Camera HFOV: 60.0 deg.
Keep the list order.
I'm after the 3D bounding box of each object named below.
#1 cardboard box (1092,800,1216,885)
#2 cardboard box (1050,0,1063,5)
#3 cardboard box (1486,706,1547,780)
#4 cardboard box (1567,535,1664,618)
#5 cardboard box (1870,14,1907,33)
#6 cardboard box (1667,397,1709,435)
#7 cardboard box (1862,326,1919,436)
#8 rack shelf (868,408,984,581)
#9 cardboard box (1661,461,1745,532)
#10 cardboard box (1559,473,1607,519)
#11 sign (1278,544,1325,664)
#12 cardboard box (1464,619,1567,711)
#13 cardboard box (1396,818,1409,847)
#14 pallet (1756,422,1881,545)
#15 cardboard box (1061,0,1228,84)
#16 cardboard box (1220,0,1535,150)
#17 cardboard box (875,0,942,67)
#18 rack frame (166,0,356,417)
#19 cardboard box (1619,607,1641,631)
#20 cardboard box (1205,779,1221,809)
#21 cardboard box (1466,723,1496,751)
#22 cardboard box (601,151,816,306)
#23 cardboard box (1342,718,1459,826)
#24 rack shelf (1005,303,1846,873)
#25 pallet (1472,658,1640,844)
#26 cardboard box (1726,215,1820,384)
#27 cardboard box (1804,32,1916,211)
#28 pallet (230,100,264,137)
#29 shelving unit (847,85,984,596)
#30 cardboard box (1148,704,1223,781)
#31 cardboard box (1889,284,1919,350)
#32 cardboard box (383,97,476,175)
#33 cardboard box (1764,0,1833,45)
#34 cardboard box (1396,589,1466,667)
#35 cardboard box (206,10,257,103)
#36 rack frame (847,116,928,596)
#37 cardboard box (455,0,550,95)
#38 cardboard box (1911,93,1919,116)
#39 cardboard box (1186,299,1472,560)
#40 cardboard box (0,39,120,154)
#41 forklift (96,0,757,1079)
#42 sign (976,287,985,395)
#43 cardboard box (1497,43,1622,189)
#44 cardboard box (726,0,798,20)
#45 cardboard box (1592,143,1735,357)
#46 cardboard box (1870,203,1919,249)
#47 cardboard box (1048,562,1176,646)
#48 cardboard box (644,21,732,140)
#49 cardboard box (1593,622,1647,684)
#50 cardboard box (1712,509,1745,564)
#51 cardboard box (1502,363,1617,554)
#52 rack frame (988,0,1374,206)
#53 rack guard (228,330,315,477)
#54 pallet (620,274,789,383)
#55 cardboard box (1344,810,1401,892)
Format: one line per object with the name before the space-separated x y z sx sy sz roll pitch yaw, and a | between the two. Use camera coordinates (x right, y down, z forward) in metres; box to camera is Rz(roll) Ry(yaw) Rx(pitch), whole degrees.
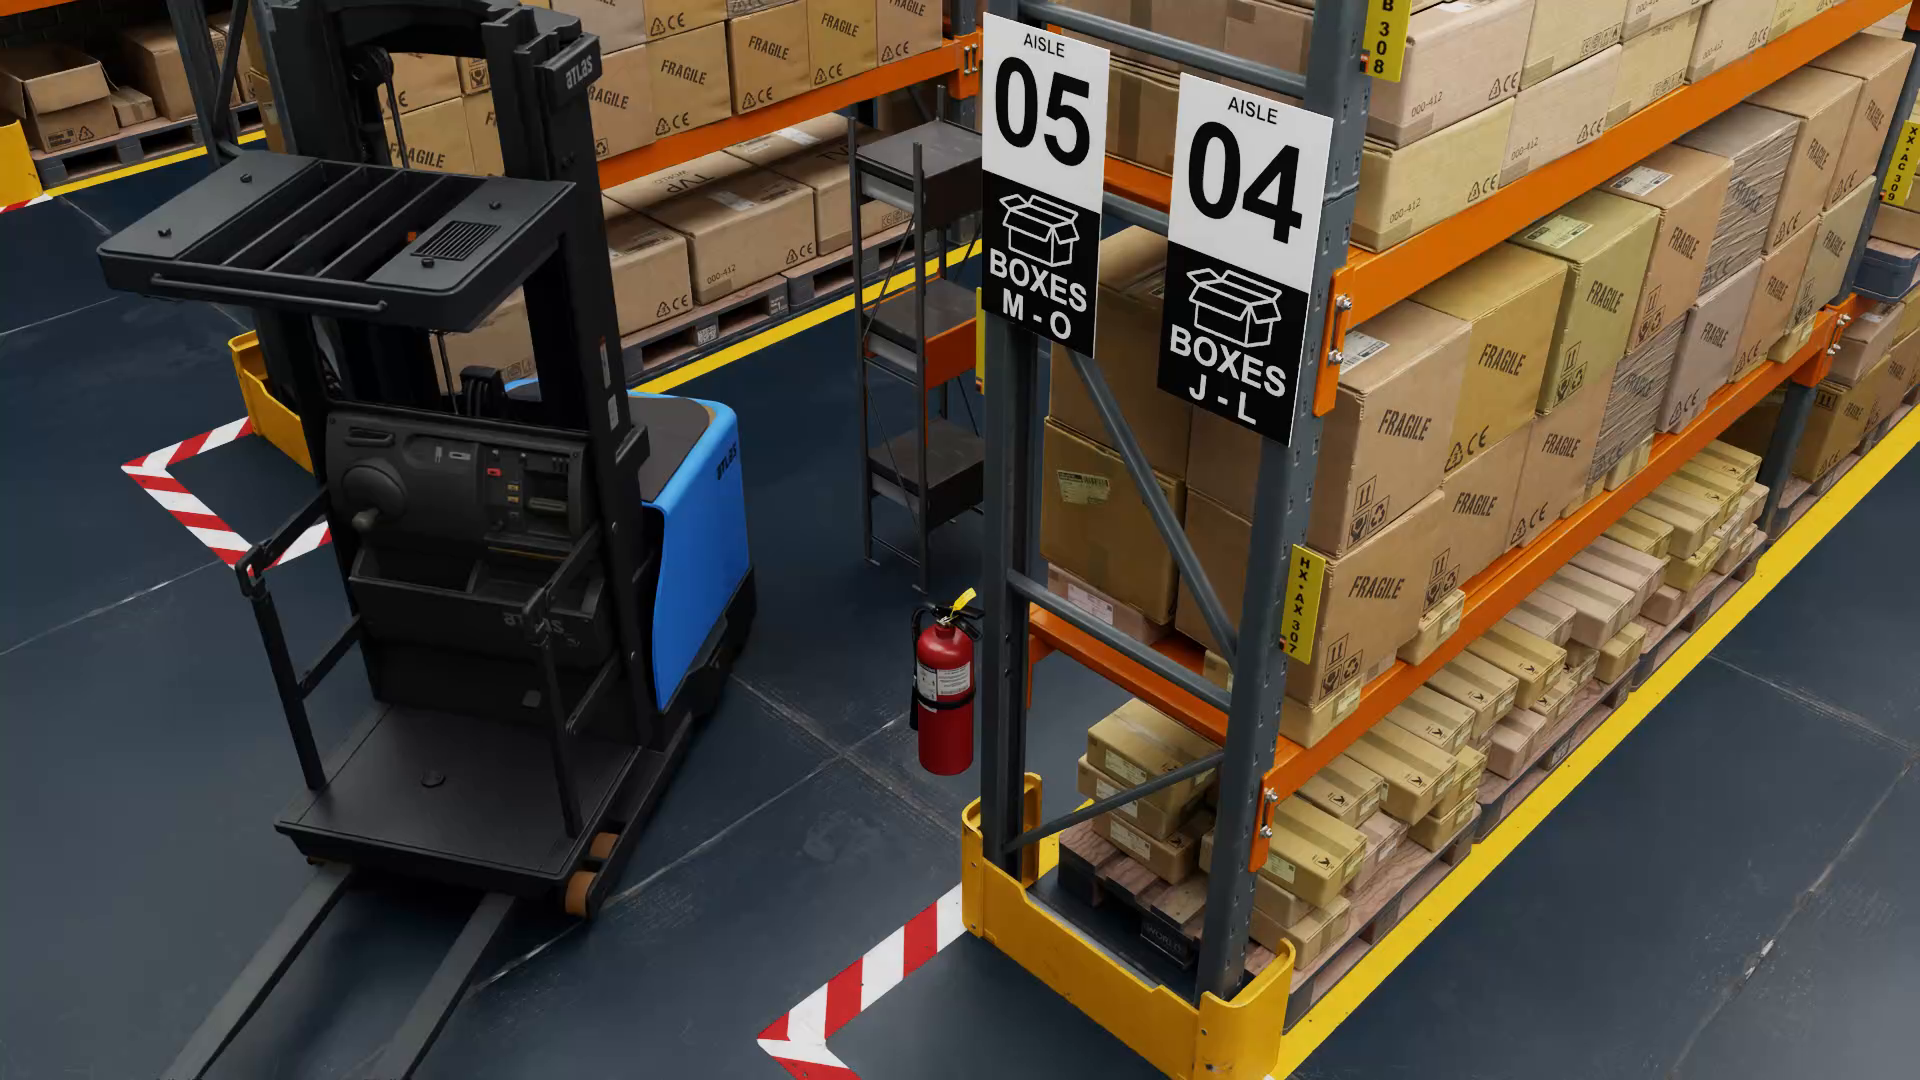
cardboard box | 0.684 0.997 5.823 0.250 0.149 0.380 -29 44 -35
cardboard box | 0.557 -3.501 10.279 0.500 0.250 0.500 28 44 34
cardboard box | 1.962 0.701 6.248 0.380 0.149 0.250 27 43 33
cardboard box | 2.528 0.121 6.559 0.380 0.149 0.250 27 43 33
cardboard box | 4.343 -2.409 7.915 0.380 0.149 0.250 27 43 33
cardboard box | 2.541 -0.562 6.154 0.380 0.149 0.250 27 43 34
cardboard box | 4.360 -0.881 8.209 0.500 0.500 0.500 -28 43 -34
rack shelf | -0.117 -0.209 7.461 0.431 0.518 0.480 30 45 35
cardboard box | 3.062 -0.204 7.025 0.250 0.149 0.380 -29 44 -35
cardboard box | 1.985 -0.252 5.709 0.250 0.149 0.380 -28 44 -34
sign | 0.847 0.162 4.139 0.100 0.325 0.005 30 45 35
cardboard box | 1.985 0.433 6.112 0.250 0.149 0.380 -29 44 -35
cardboard box | 1.354 0.969 5.864 0.250 0.149 0.380 -29 44 -35
pallet | 3.827 -0.499 8.280 1.003 0.211 1.213 30 45 35
cardboard box | 0.606 -1.365 4.157 0.500 0.250 0.500 28 44 34
cardboard box | 0.962 -1.153 3.853 0.500 0.250 0.500 -29 44 -35
cardboard box | -0.450 -3.029 9.384 0.500 0.500 0.500 -29 44 -35
rack frame | -3.122 -1.656 7.502 1.000 3.000 0.127 30 45 35
cardboard box | 2.513 0.210 6.692 0.250 0.149 0.380 -29 44 -35
cardboard box | 0.853 0.759 5.904 0.380 0.149 0.250 28 44 34
cardboard box | 1.733 0.634 6.084 0.380 0.149 0.250 27 43 33
cardboard box | -1.453 -1.826 9.618 0.875 0.438 0.875 28 44 34
cardboard box | 1.449 0.764 5.637 0.380 0.149 0.250 29 44 35
rack shelf | 1.871 -0.219 6.070 1.077 0.370 4.000 30 45 35
pallet | 1.972 0.603 6.701 1.003 0.211 1.213 30 45 35
cardboard box | 2.773 -0.968 6.169 0.500 0.500 0.500 28 44 34
cardboard box | 3.141 -1.599 6.199 0.500 0.500 0.500 28 44 34
pallet | -5.173 -3.359 12.382 1.003 0.211 1.213 30 45 35
shelving unit | -0.117 -0.794 7.053 0.431 2.100 0.503 30 45 35
cardboard box | 0.873 0.655 5.793 0.250 0.149 0.380 -29 44 -35
cardboard box | 4.361 -1.191 7.998 0.500 0.250 0.500 -29 44 -34
cardboard box | -2.580 -1.776 7.587 0.500 0.500 0.500 29 44 35
cardboard box | 2.408 -1.782 5.192 0.500 0.250 0.500 29 44 35
cardboard box | 1.300 0.194 5.069 0.380 0.149 0.250 28 44 34
cardboard box | -5.076 -3.518 11.990 0.500 0.500 0.500 -29 44 -35
rack frame | -0.289 -0.695 6.911 0.400 2.100 0.015 30 45 35
cardboard box | -2.223 -2.400 7.607 0.500 0.500 0.500 28 44 34
cardboard box | 4.076 -1.729 6.940 0.250 0.149 0.380 -29 44 -34
cardboard box | 0.966 -0.350 4.409 0.500 0.500 0.500 29 44 35
cardboard box | -6.149 -3.013 11.264 0.797 0.503 0.637 28 43 34
forklift | -1.730 -0.120 5.360 1.130 2.935 3.031 8 36 11
sign | 0.082 -0.538 4.611 0.100 0.325 0.005 30 45 35
cardboard box | 1.333 -1.162 4.303 0.500 0.250 0.500 -28 44 -34
cardboard box | -1.156 -3.015 8.489 0.500 0.500 0.500 -29 44 -35
cardboard box | 2.056 -0.968 5.295 0.500 0.500 0.500 28 44 34
cardboard box | 3.884 -1.369 6.944 0.380 0.149 0.250 27 43 33
cardboard box | 0.491 0.155 5.125 0.380 0.149 0.250 30 45 35
cardboard box | -1.532 -2.402 8.485 0.500 0.500 0.500 -28 44 -34
cardboard box | 2.516 0.388 6.696 0.380 0.149 0.250 29 44 35
cardboard box | 3.102 -0.080 7.107 0.380 0.149 0.250 27 43 33
cardboard box | 1.687 -0.357 5.293 0.500 0.500 0.500 -29 44 -35
rack frame | 0.462 -2.163 2.984 1.000 3.000 0.127 30 45 35
rack guard | -3.139 -0.621 8.203 1.175 0.500 0.348 30 45 35
pallet | -1.755 -1.361 9.517 1.003 0.211 1.213 30 45 35
cardboard box | 1.246 0.975 5.594 0.380 0.149 0.250 29 44 35
